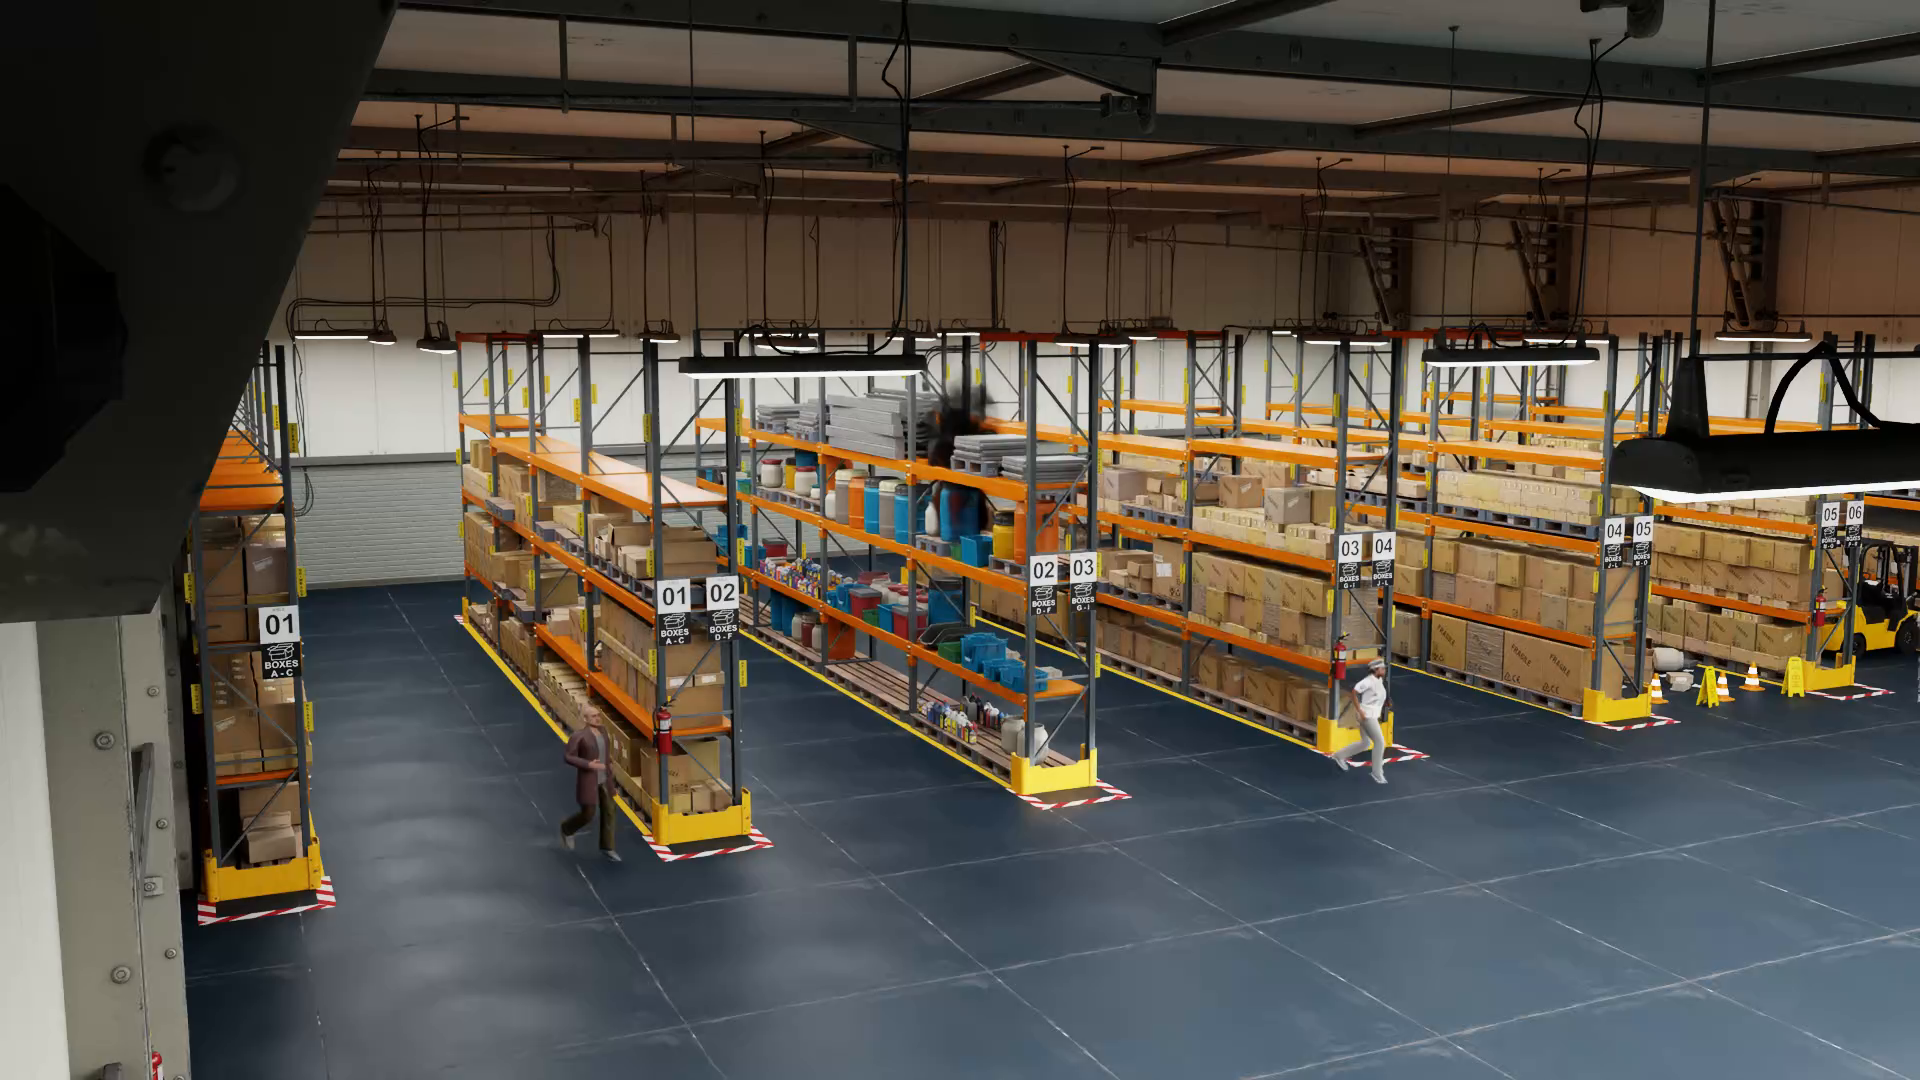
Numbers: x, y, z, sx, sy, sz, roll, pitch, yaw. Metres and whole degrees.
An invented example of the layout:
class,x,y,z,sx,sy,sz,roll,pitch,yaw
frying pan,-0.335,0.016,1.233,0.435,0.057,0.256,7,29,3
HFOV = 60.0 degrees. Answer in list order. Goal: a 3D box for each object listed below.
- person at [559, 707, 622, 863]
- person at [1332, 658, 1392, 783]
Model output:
class,x,y,z,sx,sy,sz,roll,pitch,yaw
person,-4.309,2.841,19.490,0.938,1.796,0.727,6,10,37
person,5.572,2.466,22.901,0.833,1.731,0.613,4,9,29
